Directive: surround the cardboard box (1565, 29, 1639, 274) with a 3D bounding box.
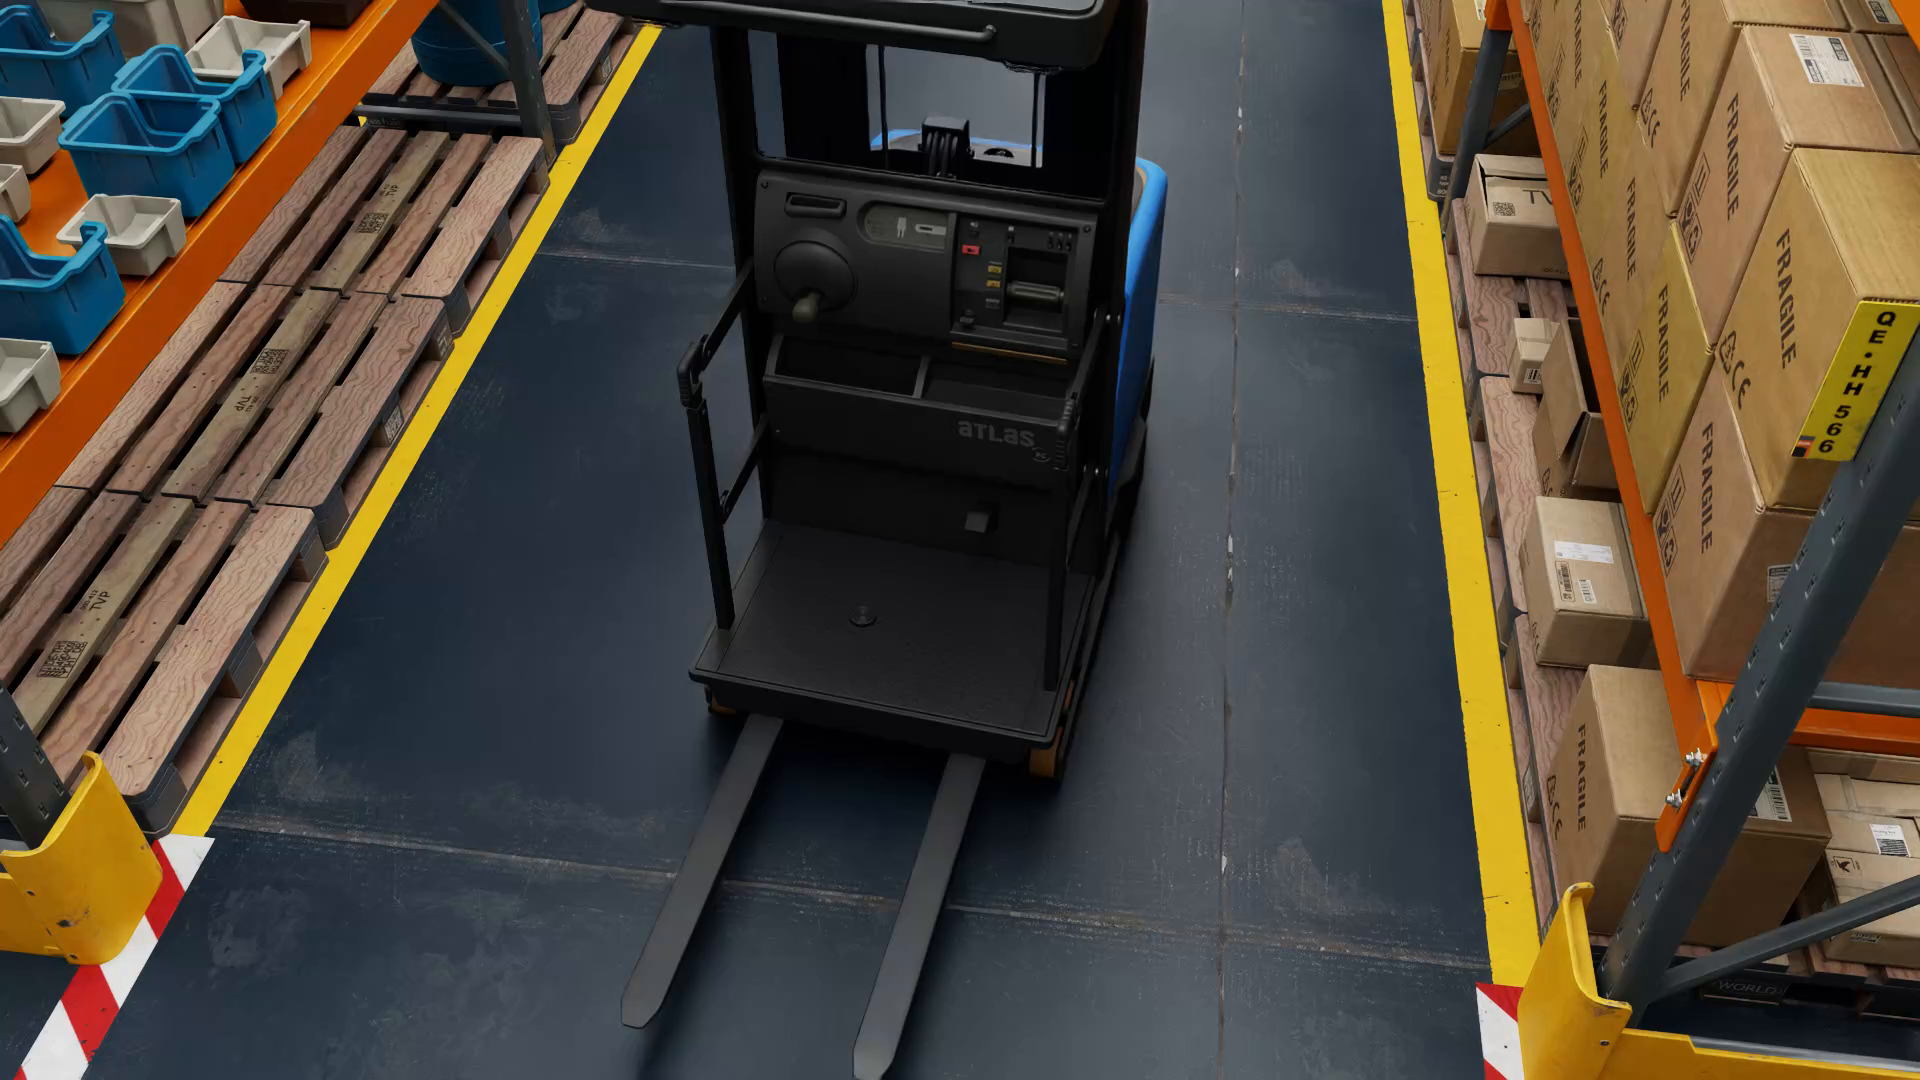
[{"bbox_3d":[2.031,-1.063,4.618,0.500,0.500,0.500,5,44,5],"label":"cardboard box"}]

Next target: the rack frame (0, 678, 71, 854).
[{"bbox_3d":[-2.871,-0.113,3.687,1.000,3.000,0.127,5,44,6],"label":"rack frame"}]

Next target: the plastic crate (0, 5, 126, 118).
[{"bbox_3d":[-2.854,-1.497,5.227,0.416,0.233,0.300,5,44,6],"label":"plastic crate"}]

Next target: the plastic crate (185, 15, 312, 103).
[{"bbox_3d":[-2.274,-1.551,5.354,0.293,0.136,0.466,5,44,6],"label":"plastic crate"}]

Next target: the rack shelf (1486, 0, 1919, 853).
[{"bbox_3d":[2.303,-0.762,4.896,1.077,0.370,4.000,5,44,6],"label":"rack shelf"}]

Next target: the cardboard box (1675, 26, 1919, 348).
[{"bbox_3d":[1.891,-0.732,3.541,0.500,0.500,0.500,6,44,7],"label":"cardboard box"}]

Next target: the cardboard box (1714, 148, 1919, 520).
[{"bbox_3d":[1.825,-0.388,3.178,0.500,0.500,0.500,5,44,5],"label":"cardboard box"}]

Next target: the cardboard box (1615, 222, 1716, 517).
[{"bbox_3d":[1.893,-0.380,3.897,0.500,0.500,0.500,6,44,6],"label":"cardboard box"}]

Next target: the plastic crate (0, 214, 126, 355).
[{"bbox_3d":[-2.425,-0.661,4.344,0.416,0.233,0.300,5,44,6],"label":"plastic crate"}]

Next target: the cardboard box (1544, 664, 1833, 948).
[{"bbox_3d":[1.866,0.695,4.332,0.500,0.500,0.500,5,44,6],"label":"cardboard box"}]

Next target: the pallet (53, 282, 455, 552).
[{"bbox_3d":[-2.560,-0.488,6.112,1.003,0.211,1.213,5,44,6],"label":"pallet"}]

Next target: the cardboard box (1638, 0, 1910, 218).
[{"bbox_3d":[1.955,-1.086,3.915,0.500,0.500,0.500,6,44,7],"label":"cardboard box"}]

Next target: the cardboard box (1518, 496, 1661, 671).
[{"bbox_3d":[2.022,0.141,5.099,0.500,0.250,0.500,5,44,6],"label":"cardboard box"}]

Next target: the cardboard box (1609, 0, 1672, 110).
[{"bbox_3d":[2.023,-1.436,4.285,0.500,0.500,0.500,6,44,7],"label":"cardboard box"}]

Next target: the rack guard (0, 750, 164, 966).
[{"bbox_3d":[-2.861,0.813,4.528,1.175,0.500,0.348,5,44,6],"label":"rack guard"}]

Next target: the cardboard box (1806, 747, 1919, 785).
[{"bbox_3d":[2.458,0.493,4.727,0.500,0.250,0.500,5,44,6],"label":"cardboard box"}]

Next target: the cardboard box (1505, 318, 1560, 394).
[{"bbox_3d":[2.193,-0.660,6.006,0.380,0.166,0.250,5,44,6],"label":"cardboard box"}]

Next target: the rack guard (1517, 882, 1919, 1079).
[{"bbox_3d":[2.049,1.196,4.123,1.175,0.500,0.348,5,44,6],"label":"rack guard"}]

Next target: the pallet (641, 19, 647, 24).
[{"bbox_3d":[-2.040,-3.182,8.957,1.003,0.211,1.213,5,44,6],"label":"pallet"}]

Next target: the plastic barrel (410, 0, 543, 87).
[{"bbox_3d":[-2.253,-2.599,7.533,0.600,0.901,0.708,5,44,6],"label":"plastic barrel"}]

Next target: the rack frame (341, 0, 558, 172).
[{"bbox_3d":[-2.342,-2.839,6.566,1.000,3.000,0.127,5,44,6],"label":"rack frame"}]

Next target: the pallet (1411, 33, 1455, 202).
[{"bbox_3d":[2.637,-1.931,7.636,1.003,0.211,1.213,5,44,6],"label":"pallet"}]

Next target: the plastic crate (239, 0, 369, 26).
[{"bbox_3d":[-2.224,-1.973,5.809,0.437,0.125,0.590,5,44,6],"label":"plastic crate"}]

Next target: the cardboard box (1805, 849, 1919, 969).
[{"bbox_3d":[2.435,0.961,4.306,0.380,0.149,0.250,5,44,6],"label":"cardboard box"}]

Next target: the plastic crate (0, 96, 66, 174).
[{"bbox_3d":[-2.857,-1.203,4.987,0.298,0.136,0.250,5,44,6],"label":"plastic crate"}]

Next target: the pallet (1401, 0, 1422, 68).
[{"bbox_3d":[2.796,-2.765,8.517,1.003,0.211,1.213,5,44,6],"label":"pallet"}]

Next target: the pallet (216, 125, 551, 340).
[{"bbox_3d":[-2.401,-1.322,6.992,1.003,0.211,1.213,5,44,6],"label":"pallet"}]

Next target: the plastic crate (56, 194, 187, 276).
[{"bbox_3d":[-2.298,-0.850,4.615,0.250,0.136,0.298,5,44,6],"label":"plastic crate"}]

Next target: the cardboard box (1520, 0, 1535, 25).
[{"bbox_3d":[2.230,-2.100,5.713,0.500,0.500,0.500,6,44,7],"label":"cardboard box"}]

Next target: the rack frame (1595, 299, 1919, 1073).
[{"bbox_3d":[2.039,0.340,3.209,1.000,3.000,0.127,5,44,6],"label":"rack frame"}]

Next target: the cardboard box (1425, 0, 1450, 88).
[{"bbox_3d":[2.422,-2.337,7.534,0.500,0.500,0.500,5,44,6],"label":"cardboard box"}]

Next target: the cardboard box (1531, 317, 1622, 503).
[{"bbox_3d":[2.324,-0.358,5.443,0.797,0.503,0.637,5,44,6],"label":"cardboard box"}]

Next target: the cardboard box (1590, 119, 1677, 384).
[{"bbox_3d":[1.964,-0.720,4.256,0.500,0.500,0.500,6,44,6],"label":"cardboard box"}]

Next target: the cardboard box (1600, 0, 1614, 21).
[{"bbox_3d":[2.090,-1.788,4.657,0.500,0.500,0.500,4,44,4],"label":"cardboard box"}]

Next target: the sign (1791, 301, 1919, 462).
[{"bbox_3d":[1.491,-0.259,2.770,0.100,0.325,0.005,5,44,6],"label":"sign"}]

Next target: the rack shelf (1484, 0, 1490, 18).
[{"bbox_3d":[2.832,-3.488,7.775,1.077,0.370,4.000,5,44,6],"label":"rack shelf"}]

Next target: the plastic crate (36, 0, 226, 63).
[{"bbox_3d":[-2.727,-1.794,5.505,0.437,0.282,0.530,5,44,6],"label":"plastic crate"}]

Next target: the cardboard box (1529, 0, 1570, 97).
[{"bbox_3d":[2.165,-1.750,5.344,0.500,0.500,0.500,6,44,6],"label":"cardboard box"}]

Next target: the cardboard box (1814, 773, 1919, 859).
[{"bbox_3d":[2.468,0.785,4.480,0.380,0.166,0.250,5,44,6],"label":"cardboard box"}]

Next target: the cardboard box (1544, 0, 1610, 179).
[{"bbox_3d":[2.097,-1.410,4.984,0.500,0.500,0.500,5,44,5],"label":"cardboard box"}]

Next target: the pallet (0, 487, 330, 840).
[{"bbox_3d":[-2.723,0.341,5.236,1.003,0.211,1.213,5,44,6],"label":"pallet"}]

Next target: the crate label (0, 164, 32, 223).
[{"bbox_3d":[-2.877,-0.999,4.772,0.396,0.136,0.243,5,44,6],"label":"crate label"}]

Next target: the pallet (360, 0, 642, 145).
[{"bbox_3d":[-2.199,-2.348,8.077,1.003,0.211,1.213,5,44,6],"label":"pallet"}]

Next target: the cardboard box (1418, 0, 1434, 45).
[{"bbox_3d":[2.489,-2.678,7.895,0.500,0.500,0.500,6,44,6],"label":"cardboard box"}]

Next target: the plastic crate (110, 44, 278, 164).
[{"bbox_3d":[-2.298,-1.314,5.034,0.416,0.233,0.300,5,44,6],"label":"plastic crate"}]

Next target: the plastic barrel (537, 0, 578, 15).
[{"bbox_3d":[-2.160,-3.081,8.043,0.600,0.901,0.708,5,44,6],"label":"plastic barrel"}]

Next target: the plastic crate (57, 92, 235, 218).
[{"bbox_3d":[-2.338,-1.109,4.818,0.416,0.233,0.300,5,44,6],"label":"plastic crate"}]

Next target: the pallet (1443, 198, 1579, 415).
[{"bbox_3d":[2.476,-0.905,6.553,1.003,0.211,1.213,5,44,6],"label":"pallet"}]

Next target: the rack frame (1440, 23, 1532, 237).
[{"bbox_3d":[2.567,-2.386,6.088,1.000,3.000,0.127,5,44,6],"label":"rack frame"}]

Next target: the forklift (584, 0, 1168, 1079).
[{"bbox_3d":[-0.153,-0.648,4.302,1.130,2.935,3.031,10,44,10],"label":"forklift"}]

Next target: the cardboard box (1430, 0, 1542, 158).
[{"bbox_3d":[2.348,-2.000,7.179,0.500,0.500,0.500,5,44,5],"label":"cardboard box"}]

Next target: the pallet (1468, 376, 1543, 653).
[{"bbox_3d":[2.317,-0.072,5.672,1.003,0.211,1.213,5,44,6],"label":"pallet"}]

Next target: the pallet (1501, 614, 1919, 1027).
[{"bbox_3d":[2.153,0.758,4.797,1.003,0.211,1.213,5,44,6],"label":"pallet"}]

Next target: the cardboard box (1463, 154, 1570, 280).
[{"bbox_3d":[2.297,-1.303,6.580,0.500,0.311,0.500,5,44,6],"label":"cardboard box"}]

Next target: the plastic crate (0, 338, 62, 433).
[{"bbox_3d":[-2.387,-0.388,4.126,0.250,0.136,0.298,5,44,6],"label":"plastic crate"}]

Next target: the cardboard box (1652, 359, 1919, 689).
[{"bbox_3d":[1.828,-0.026,3.523,0.500,0.500,0.500,6,44,7],"label":"cardboard box"}]
